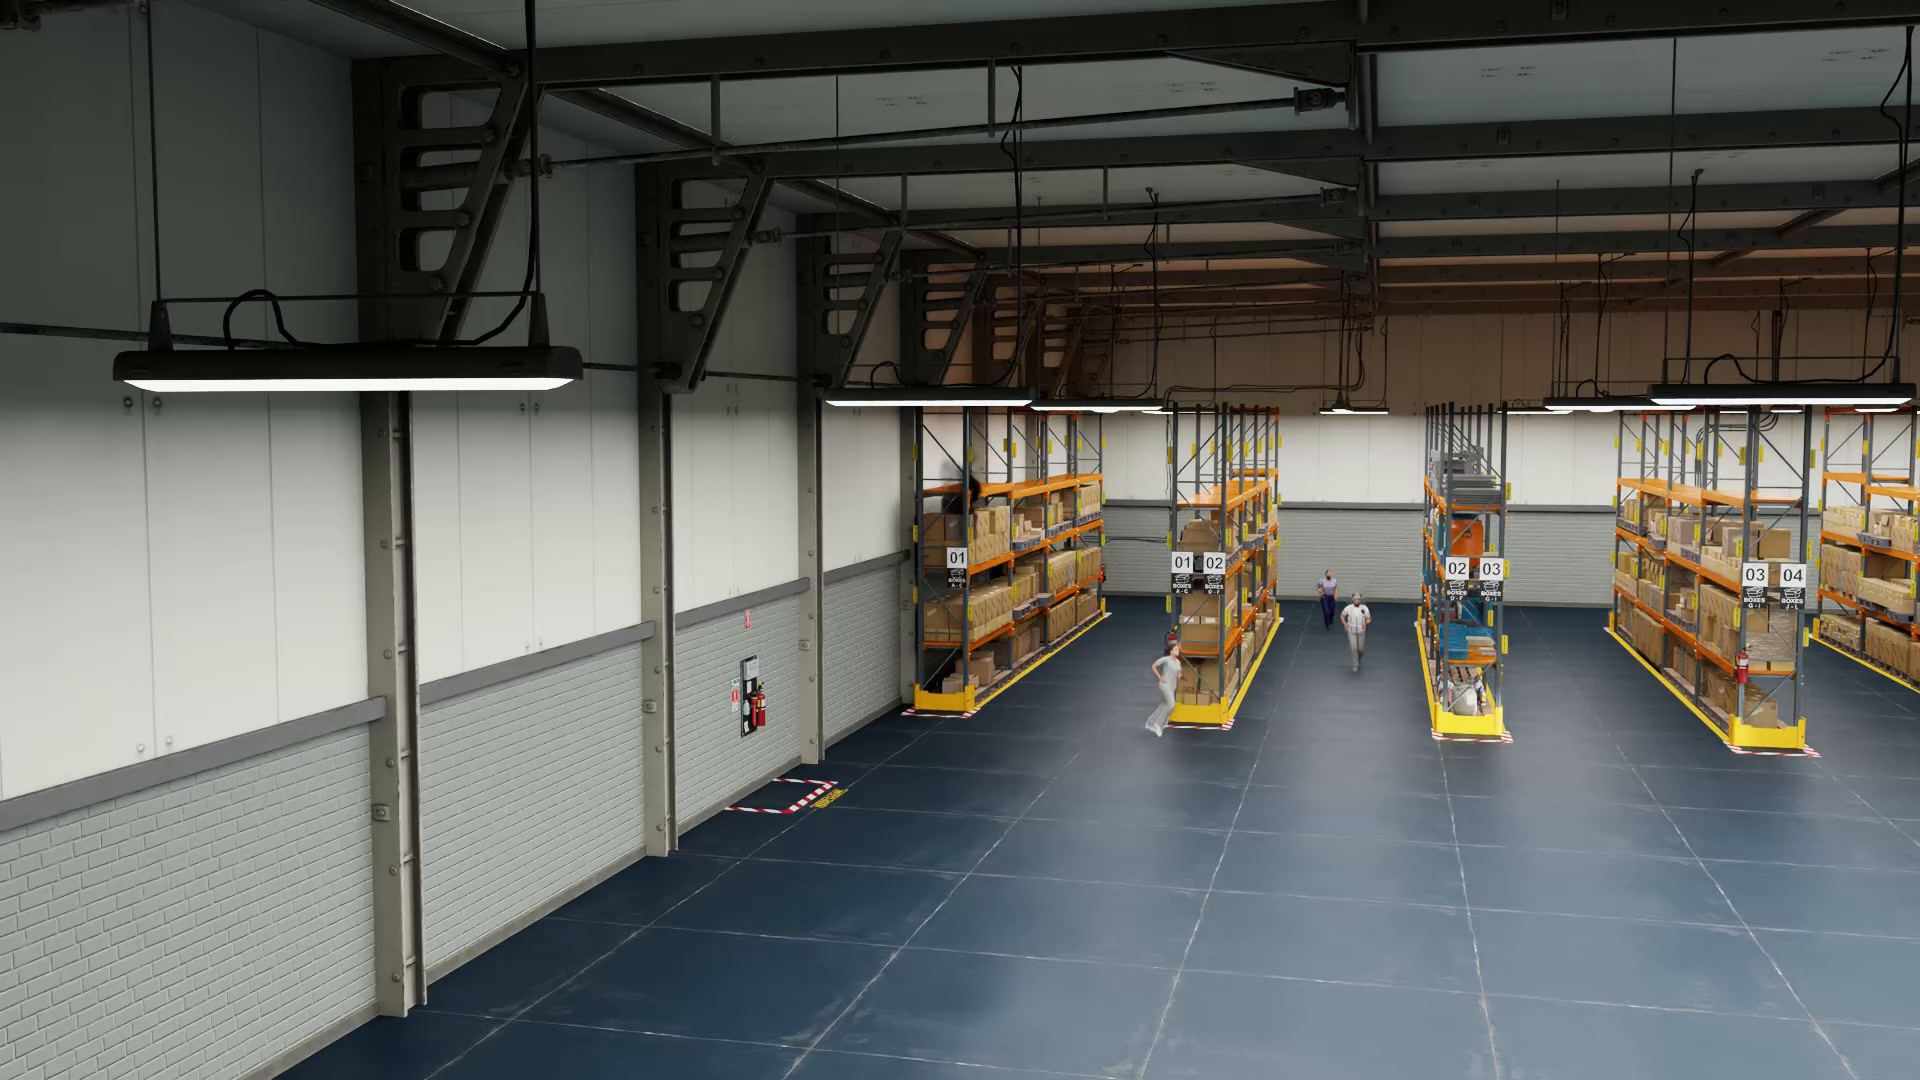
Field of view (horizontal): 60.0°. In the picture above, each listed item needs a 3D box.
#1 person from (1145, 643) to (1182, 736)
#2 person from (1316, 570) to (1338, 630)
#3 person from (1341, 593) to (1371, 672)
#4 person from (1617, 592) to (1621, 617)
[{"bbox_3d":[3.724,2.692,30.090,0.639,1.663,0.634,4,6,44],"label":"person"},{"bbox_3d":[9.934,1.610,45.005,0.598,1.620,0.606,0,4,0],"label":"person"},{"bbox_3d":[8.962,2.070,37.648,0.671,1.770,0.733,1,4,9],"label":"person"},{"bbox_3d":[18.290,1.556,45.648,0.480,1.642,0.638,2,5,26],"label":"person"}]
